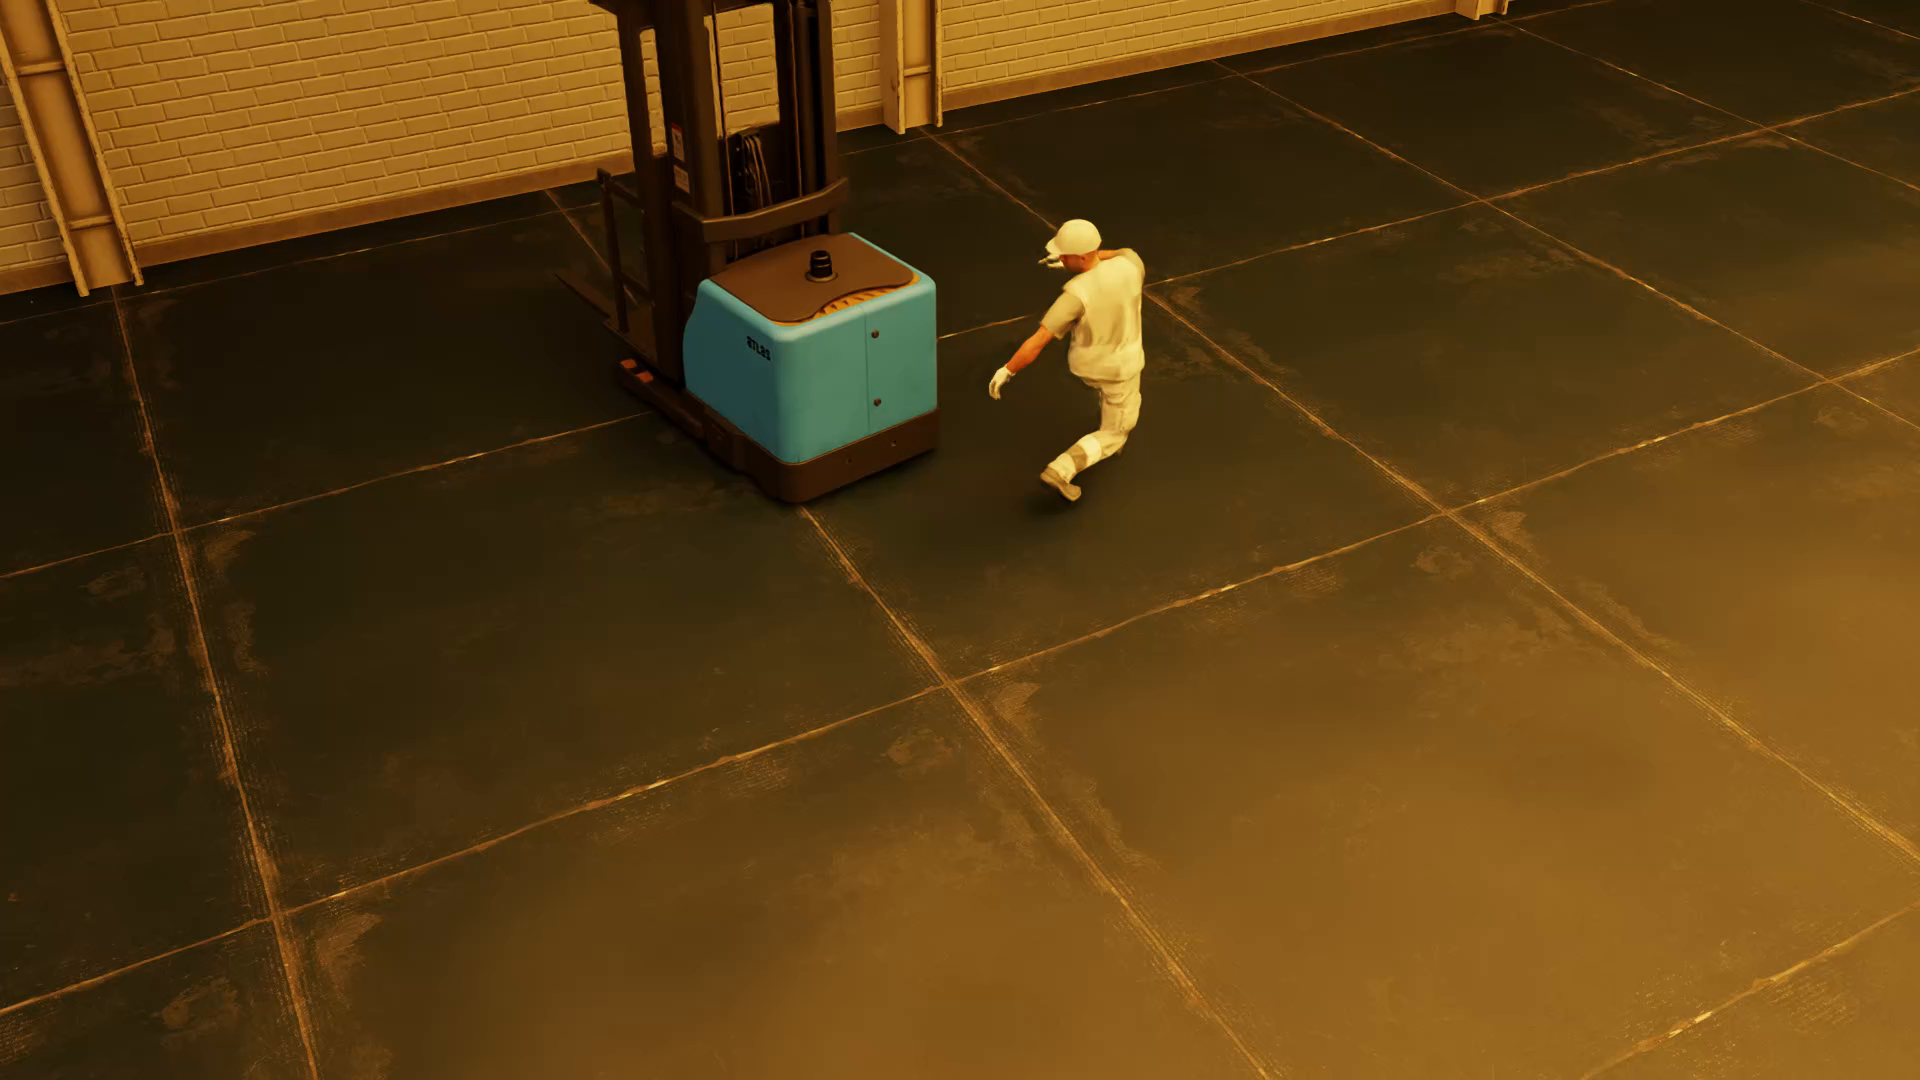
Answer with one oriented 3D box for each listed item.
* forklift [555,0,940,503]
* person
[{"bbox_3d":[-1.417,-2.184,9.212,1.130,2.935,3.031,-25,42,-30],"label":"forklift"},{"bbox_3d":[0.603,-0.986,8.797,0.744,1.541,0.973,10,36,14],"label":"person"}]
